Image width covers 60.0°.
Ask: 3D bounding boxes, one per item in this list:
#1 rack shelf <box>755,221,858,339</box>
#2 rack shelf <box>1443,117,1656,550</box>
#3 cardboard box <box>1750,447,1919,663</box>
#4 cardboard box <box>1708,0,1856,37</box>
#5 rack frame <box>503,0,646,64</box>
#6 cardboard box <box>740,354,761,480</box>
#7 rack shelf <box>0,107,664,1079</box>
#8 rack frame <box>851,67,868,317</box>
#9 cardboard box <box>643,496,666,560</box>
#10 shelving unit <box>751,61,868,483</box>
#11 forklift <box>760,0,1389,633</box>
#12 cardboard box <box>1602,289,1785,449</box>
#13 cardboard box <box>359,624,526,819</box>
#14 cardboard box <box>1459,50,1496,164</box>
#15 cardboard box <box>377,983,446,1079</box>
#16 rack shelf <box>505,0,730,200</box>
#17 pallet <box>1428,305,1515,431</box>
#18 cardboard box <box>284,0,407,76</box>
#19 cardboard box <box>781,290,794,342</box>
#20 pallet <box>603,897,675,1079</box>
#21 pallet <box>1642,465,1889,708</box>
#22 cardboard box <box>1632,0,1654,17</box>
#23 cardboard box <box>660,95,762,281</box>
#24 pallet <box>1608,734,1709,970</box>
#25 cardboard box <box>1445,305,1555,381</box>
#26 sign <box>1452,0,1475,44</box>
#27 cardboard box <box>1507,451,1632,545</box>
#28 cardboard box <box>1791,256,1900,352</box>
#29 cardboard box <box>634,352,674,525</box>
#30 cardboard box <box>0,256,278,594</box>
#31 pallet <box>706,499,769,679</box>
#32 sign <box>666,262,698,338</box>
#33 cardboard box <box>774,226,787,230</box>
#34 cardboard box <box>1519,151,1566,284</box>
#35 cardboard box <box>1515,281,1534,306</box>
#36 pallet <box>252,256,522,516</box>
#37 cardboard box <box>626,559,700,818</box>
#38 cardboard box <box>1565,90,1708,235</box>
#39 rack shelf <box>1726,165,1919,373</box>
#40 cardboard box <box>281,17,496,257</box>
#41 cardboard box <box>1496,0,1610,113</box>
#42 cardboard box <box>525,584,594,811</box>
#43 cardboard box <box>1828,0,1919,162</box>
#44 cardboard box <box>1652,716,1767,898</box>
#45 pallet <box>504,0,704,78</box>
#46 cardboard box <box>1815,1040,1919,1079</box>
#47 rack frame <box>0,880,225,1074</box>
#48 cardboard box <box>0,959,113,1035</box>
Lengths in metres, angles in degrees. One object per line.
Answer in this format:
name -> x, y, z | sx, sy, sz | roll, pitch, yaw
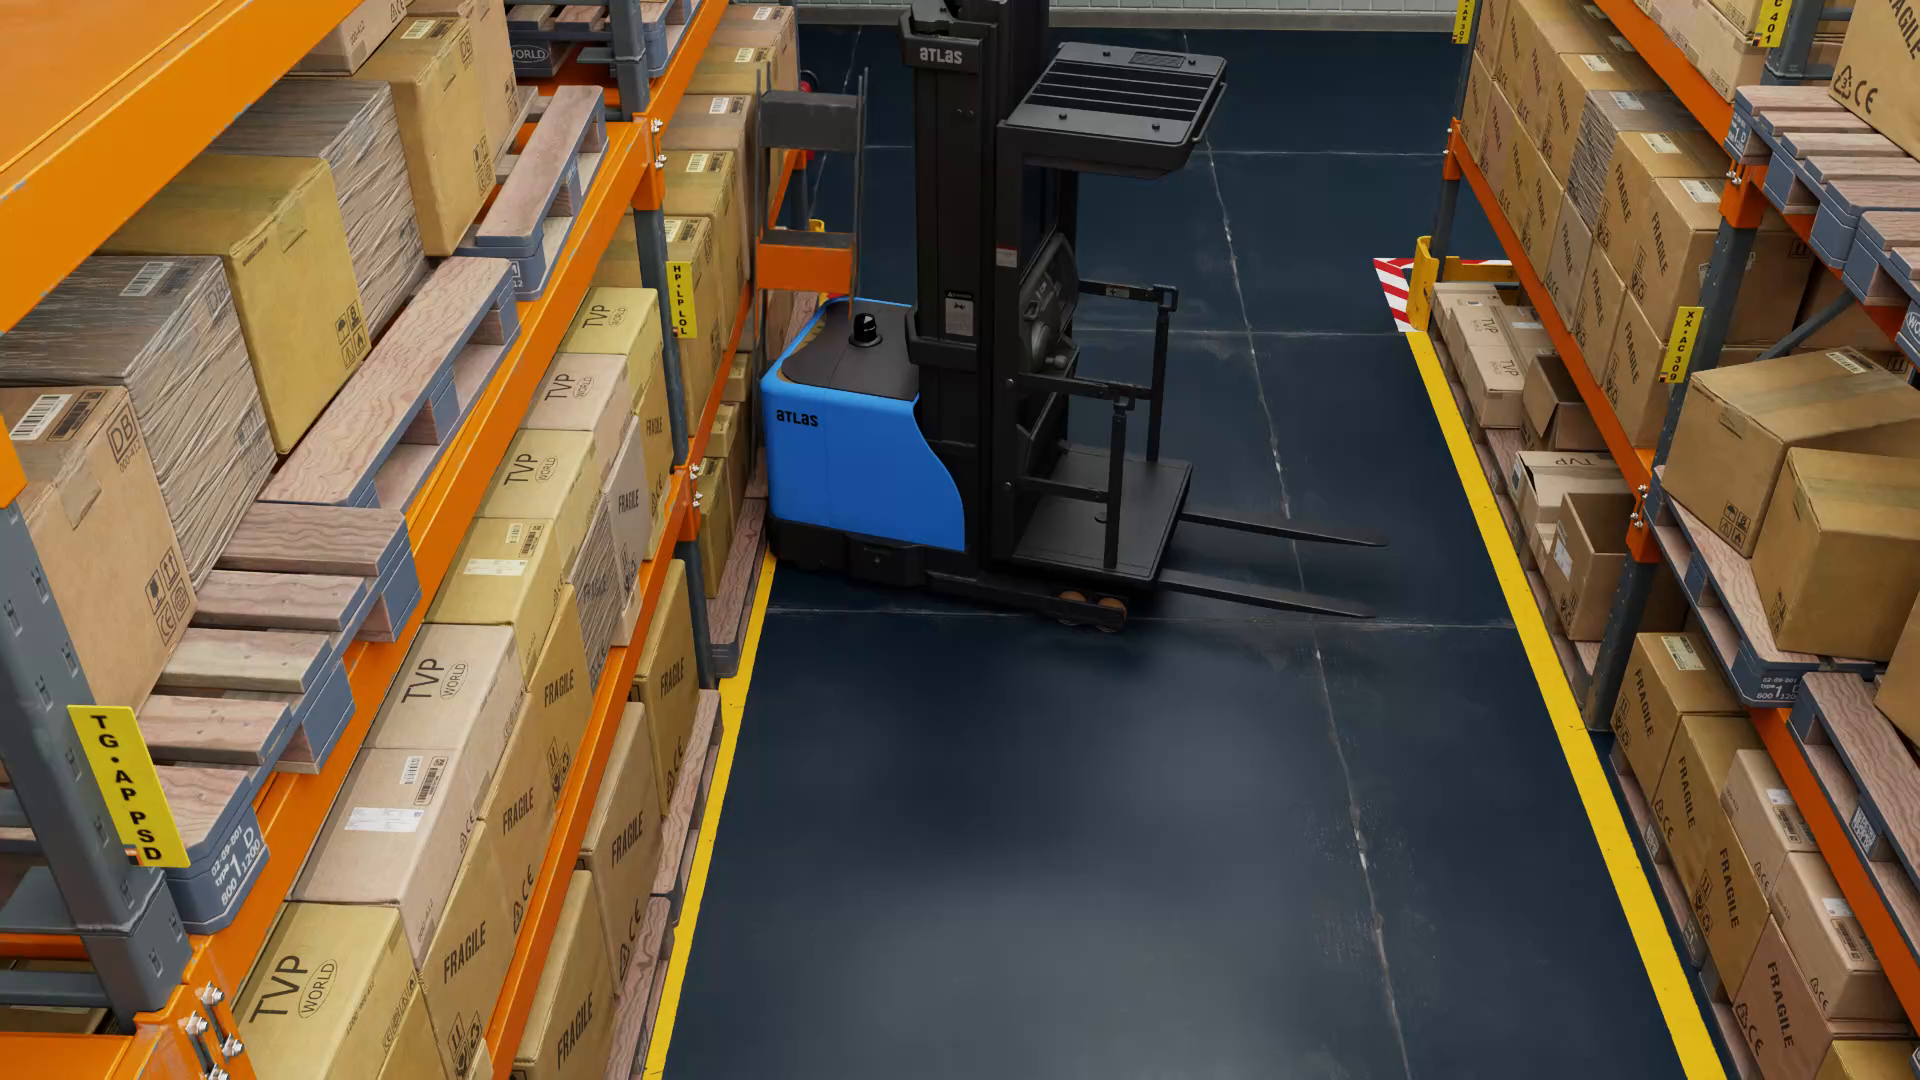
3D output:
rack shelf -> -0.779, -1.319, 8.520 | 0.480, 0.518, 0.431 | 4, 22, 0
rack shelf -> 3.401, -1.241, 8.479 | 1.077, 0.370, 4.000 | 1, 35, 2
cardboard box -> 3.114, 0.064, 5.544 | 0.700, 0.500, 0.500 | 7, 36, 9
cardboard box -> 3.069, -2.043, 6.081 | 0.500, 0.250, 0.500 | 1, 35, 2
rack frame -> -1.629, -2.953, 5.072 | 1.000, 3.000, 0.127 | 1, 35, 2
cardboard box -> -1.450, -0.659, 8.833 | 0.700, 0.500, 0.500 | 2, 35, 3
rack shelf -> -1.709, -0.283, 4.506 | 1.077, 0.370, 4.000 | 1, 35, 2
rack frame -> -0.535, -1.316, 8.515 | 0.015, 2.100, 0.400 | 4, 22, 0
cardboard box -> -1.346, -0.058, 6.371 | 0.380, 0.149, 0.250 | 2, 35, 3
shelving unit -> -0.778, -1.332, 8.515 | 0.503, 2.100, 0.431 | 4, 22, 0
forklift -> 0.602, -1.093, 7.702 | 3.031, 2.935, 1.130 | 10, 36, 14
cardboard box -> 3.085, -0.721, 7.026 | 0.500, 0.500, 0.500 | 2, 35, 3
cardboard box -> -1.477, 0.471, 4.402 | 0.500, 0.250, 0.500 | 2, 35, 2
cardboard box -> 3.200, -2.477, 9.524 | 0.500, 0.500, 0.500 | 2, 35, 3
cardboard box -> -1.514, 1.355, 3.796 | 0.500, 0.500, 0.500 | 2, 35, 3
rack shelf -> -1.549, -2.581, 7.776 | 1.077, 0.370, 4.000 | 1, 35, 2
pallet -> 3.447, -1.042, 9.995 | 1.003, 0.211, 1.213 | 1, 35, 2
cardboard box -> -1.803, -1.434, 4.397 | 0.500, 0.250, 0.500 | 0, 35, 0
cardboard box -> -1.397, -1.542, 10.089 | 0.700, 0.500, 0.500 | 1, 35, 2
pallet -> -1.631, 1.790, 5.966 | 1.003, 0.211, 1.213 | 1, 35, 2
pallet -> 3.180, 0.148, 6.043 | 1.003, 0.211, 1.213 | 1, 35, 2
cardboard box -> 3.117, -2.413, 7.042 | 0.500, 0.250, 0.500 | 1, 35, 2
cardboard box -> -1.537, -1.770, 8.345 | 0.980, 0.700, 0.700 | 0, 35, 0
pallet -> 3.326, 1.222, 6.773 | 1.003, 0.211, 1.213 | 1, 35, 2
cardboard box -> 3.156, -1.147, 9.727 | 0.500, 0.250, 0.500 | 1, 35, 2
sign -> 2.939, -3.051, 9.676 | 0.100, 0.325, 0.005 | 1, 35, 2
cardboard box -> 3.090, -0.231, 8.372 | 0.500, 0.311, 0.500 | 1, 35, 2
cardboard box -> 3.621, -1.101, 6.697 | 0.500, 0.500, 0.500 | 2, 35, 3
cardboard box -> -1.396, -0.399, 6.291 | 0.500, 0.500, 0.500 | 1, 35, 1
cardboard box -> -1.859, -0.235, 3.342 | 0.700, 0.500, 0.500 | 0, 35, -1
pallet -> -1.520, 0.207, 8.218 | 1.003, 0.211, 1.213 | 1, 35, 2
sign -> -1.086, -0.933, 6.477 | 0.100, 0.325, 0.005 | 1, 35, 2
cardboard box -> -1.220, -1.729, 9.792 | 0.380, 0.149, 0.250 | 1, 35, 1
cardboard box -> 3.140, -1.605, 8.284 | 0.500, 0.500, 0.500 | 2, 35, 3
cardboard box -> 3.706, -1.524, 10.047 | 0.500, 0.500, 0.500 | 1, 35, 2
pallet -> -1.775, -0.365, 4.161 | 1.003, 0.211, 1.213 | 3, 35, 4
cardboard box -> -1.525, 0.585, 6.759 | 0.750, 0.750, 0.750 | 2, 35, 2
cardboard box -> 3.121, -1.717, 7.574 | 0.500, 0.500, 0.500 | 2, 35, 2
rack shelf -> 3.241, -0.171, 4.347 | 1.077, 0.370, 4.000 | 1, 35, 2
cardboard box -> -1.732, -1.123, 4.606 | 0.700, 0.500, 0.500 | 1, 35, 1
cardboard box -> 3.187, -2.585, 8.809 | 0.500, 0.500, 0.500 | 2, 35, 2
cardboard box -> -1.450, 0.470, 5.055 | 0.500, 0.500, 0.500 | 2, 35, 3
cardboard box -> 3.227, -1.580, 5.187 | 0.600, 0.600, 0.600 | -2, 35, -3
cardboard box -> 3.048, 1.035, 6.406 | 0.500, 0.500, 0.500 | 2, 35, 3
pallet -> -1.586, -2.160, 6.628 | 1.003, 0.211, 1.213 | 1, 35, 2
cardboard box -> 2.984, 1.914, 5.155 | 0.500, 0.500, 0.500 | 0, 35, 0
rack frame -> -1.790, 1.799, 3.527 | 1.000, 3.000, 0.127 | 1, 35, 2
cardboard box -> -2.031, 1.055, 3.571 | 0.500, 0.250, 0.500 | 2, 35, 3
